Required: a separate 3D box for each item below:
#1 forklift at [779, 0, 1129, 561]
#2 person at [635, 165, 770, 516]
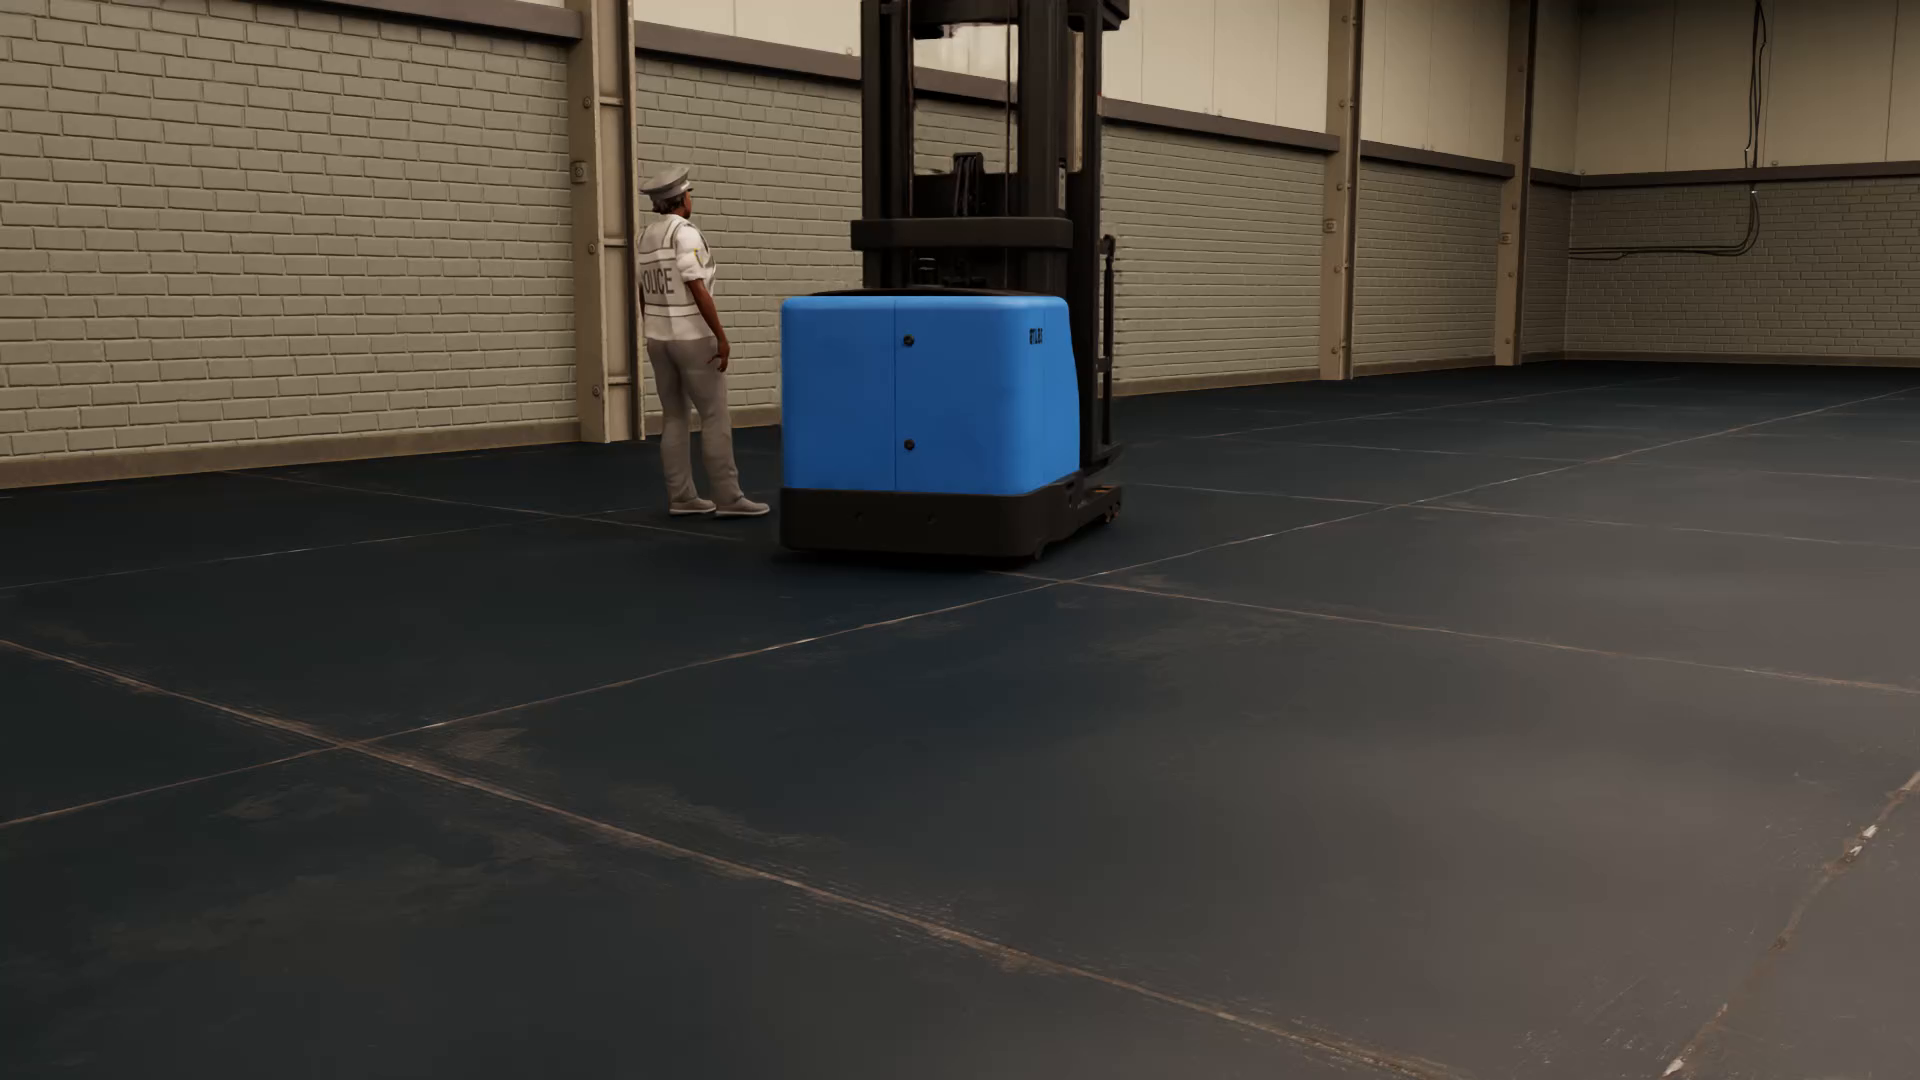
[{"bbox_3d":[0.166,-1.540,7.809,1.130,2.935,3.031,2,9,16],"label":"forklift"},{"bbox_3d":[-1.292,-0.962,8.114,0.566,1.695,0.508,8,11,42],"label":"person"}]
